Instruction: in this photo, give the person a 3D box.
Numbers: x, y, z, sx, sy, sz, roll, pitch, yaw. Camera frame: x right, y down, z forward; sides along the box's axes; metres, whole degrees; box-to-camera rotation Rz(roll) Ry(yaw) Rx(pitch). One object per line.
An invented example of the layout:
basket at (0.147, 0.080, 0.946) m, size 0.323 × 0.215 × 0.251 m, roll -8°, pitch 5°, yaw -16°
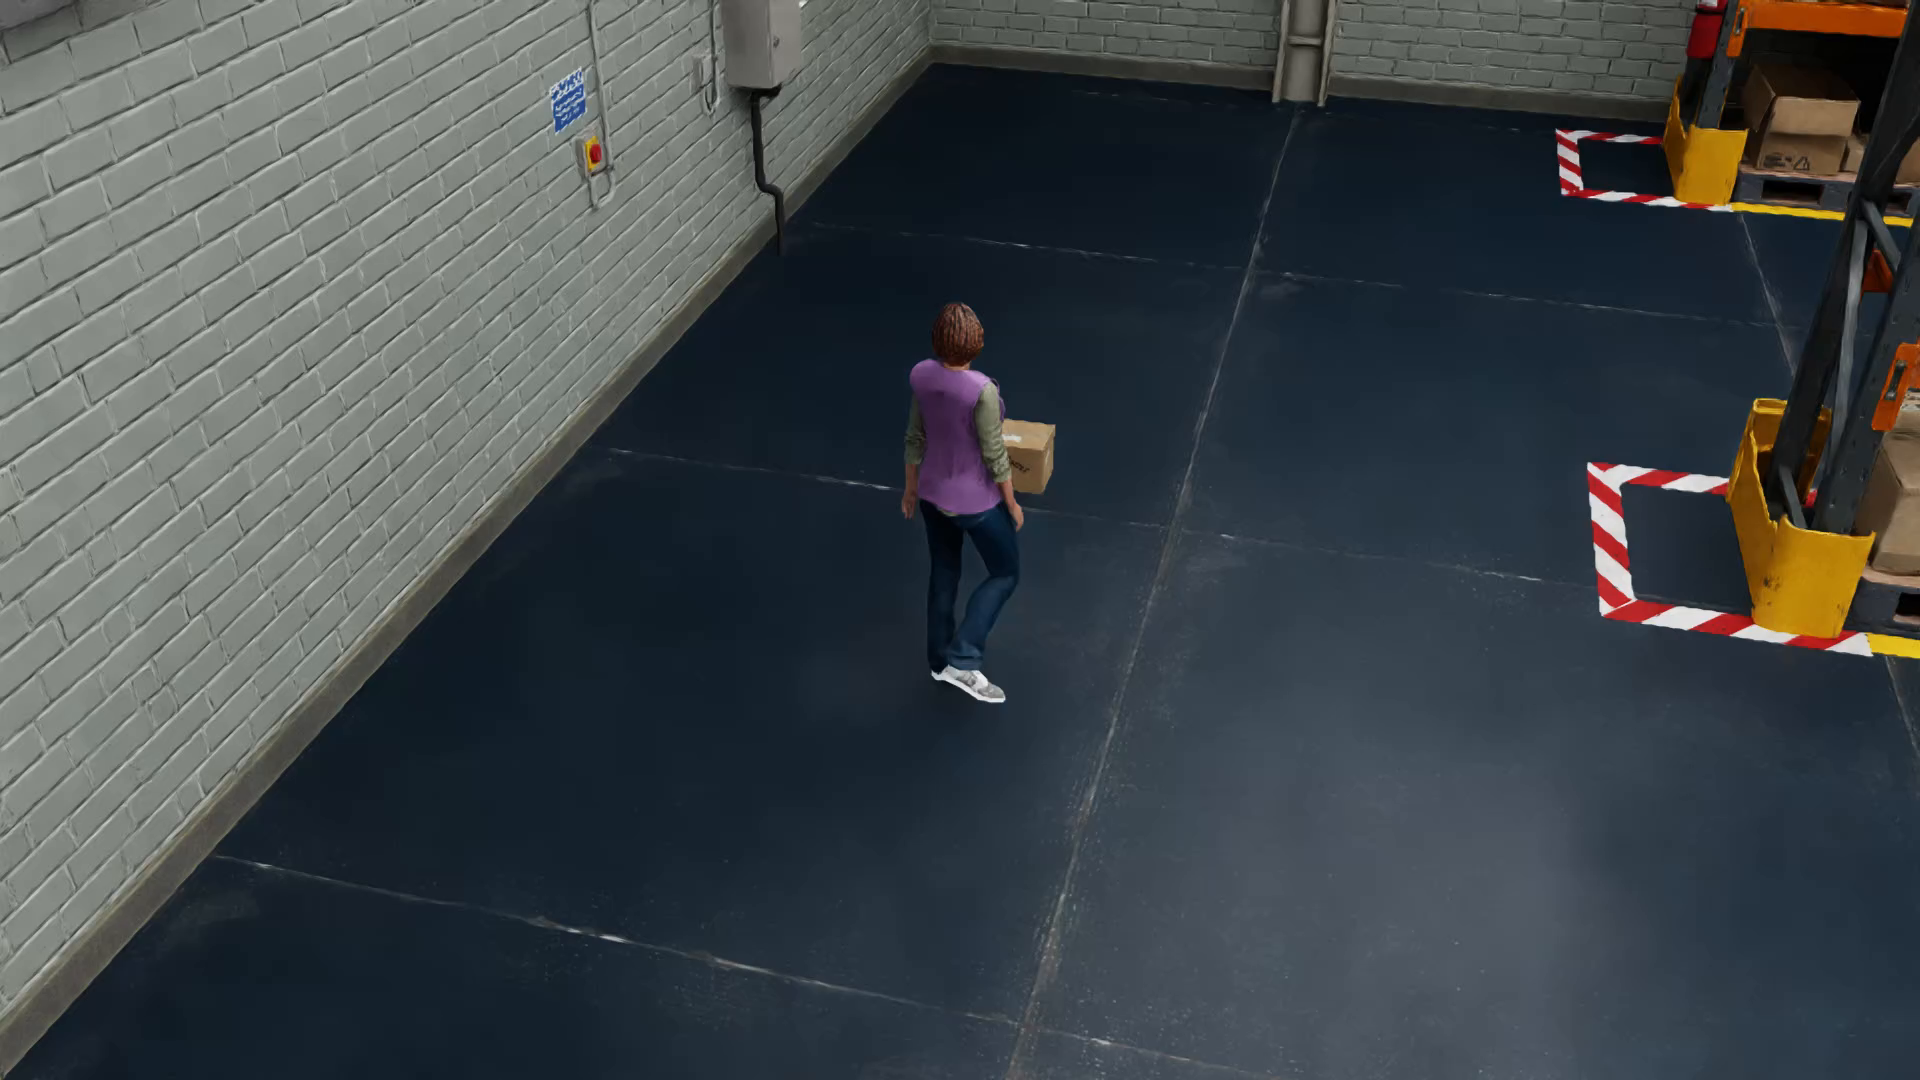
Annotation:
person at (0.013, -0.116, 6.307) m, size 0.580 × 1.578 × 0.420 m, roll 25°, pitch 41°, yaw 33°
